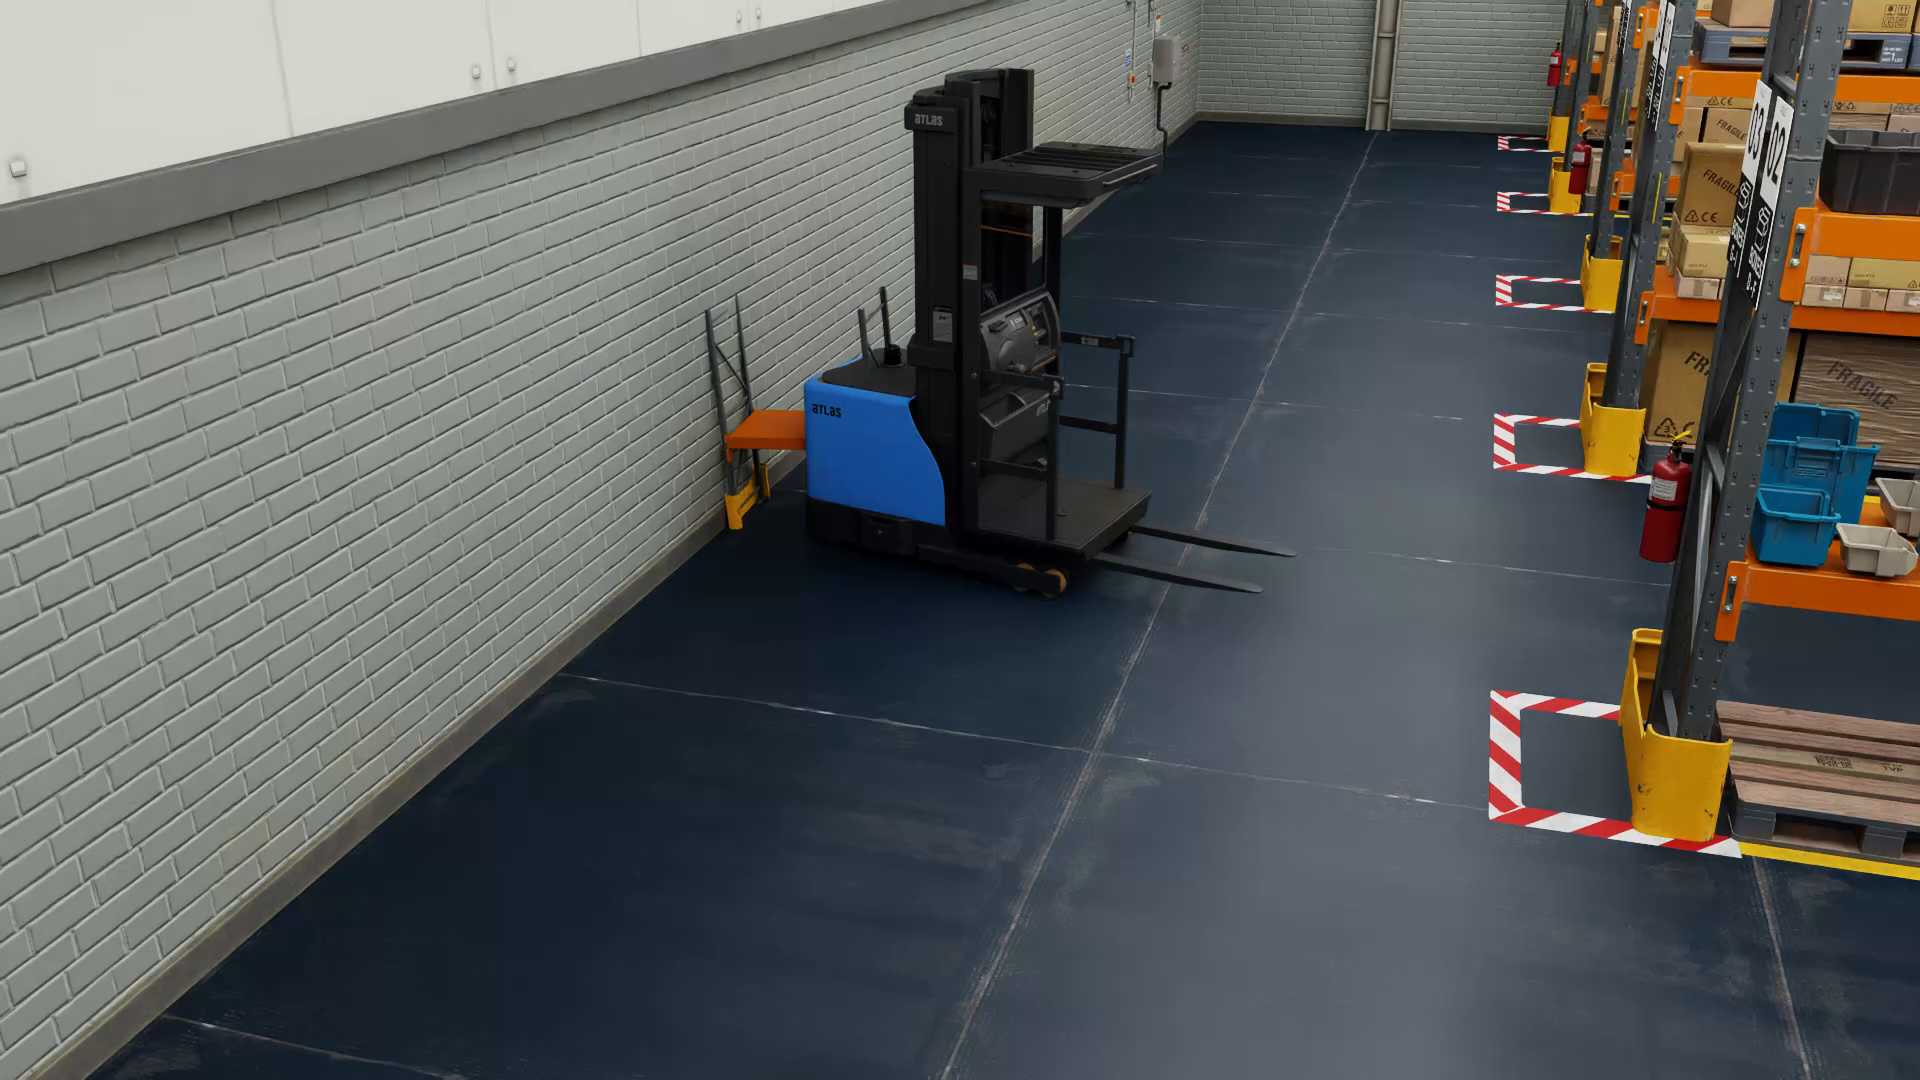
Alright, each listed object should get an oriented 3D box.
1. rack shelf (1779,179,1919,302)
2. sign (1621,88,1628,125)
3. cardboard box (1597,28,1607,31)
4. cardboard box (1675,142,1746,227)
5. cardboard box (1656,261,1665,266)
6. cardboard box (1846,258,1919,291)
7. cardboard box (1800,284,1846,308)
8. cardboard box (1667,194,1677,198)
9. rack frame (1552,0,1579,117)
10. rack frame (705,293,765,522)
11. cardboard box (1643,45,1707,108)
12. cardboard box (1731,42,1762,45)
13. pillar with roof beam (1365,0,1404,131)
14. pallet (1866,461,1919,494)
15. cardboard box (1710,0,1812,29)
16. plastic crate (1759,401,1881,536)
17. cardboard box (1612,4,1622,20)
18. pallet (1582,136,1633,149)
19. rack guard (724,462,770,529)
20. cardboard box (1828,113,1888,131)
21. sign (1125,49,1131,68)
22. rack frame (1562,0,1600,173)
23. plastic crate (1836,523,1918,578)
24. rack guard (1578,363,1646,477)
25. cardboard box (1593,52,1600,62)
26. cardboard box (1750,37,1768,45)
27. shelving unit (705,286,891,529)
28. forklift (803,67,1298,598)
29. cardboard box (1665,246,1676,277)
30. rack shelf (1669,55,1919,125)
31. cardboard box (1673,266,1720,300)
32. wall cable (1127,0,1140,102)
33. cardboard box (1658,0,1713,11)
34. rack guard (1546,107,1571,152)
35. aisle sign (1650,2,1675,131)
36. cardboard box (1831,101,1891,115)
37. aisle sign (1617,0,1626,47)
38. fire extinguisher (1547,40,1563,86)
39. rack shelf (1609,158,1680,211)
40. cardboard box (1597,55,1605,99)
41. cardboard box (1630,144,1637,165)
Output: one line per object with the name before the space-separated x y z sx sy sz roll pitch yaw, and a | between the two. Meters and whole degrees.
rack shelf | 5.325 -1.092 6.476 4.000 0.370 1.077 7 23 16
sign | 6.214 -4.051 15.552 0.005 0.325 0.100 7 23 16
cardboard box | 9.651 -7.575 25.090 0.500 0.250 0.500 7 23 17
cardboard box | 5.383 -2.514 11.763 0.500 0.500 0.500 7 23 16
cardboard box | 6.798 -2.710 16.234 0.250 0.149 0.380 8 23 18
cardboard box | 6.202 -1.863 11.165 0.500 0.250 0.500 6 23 14
cardboard box | 5.827 -1.698 11.287 0.250 0.149 0.380 6 23 15
cardboard box | 9.243 -4.532 20.690 0.875 0.438 0.875 7 23 17
rack frame | 9.133 -7.461 25.006 0.127 3.000 1.000 7 23 16
rack frame | -1.472 -0.861 10.898 0.032 1.500 0.500 2 25 15
cardboard box | 6.723 -4.348 15.576 0.500 0.500 0.500 6 23 15
cardboard box | 7.365 -4.478 15.894 0.500 0.500 0.500 6 23 14
pillar with roof beam | 5.569 -9.295 21.573 0.400 9.000 9.100 7 23 16
pallet | 6.793 -0.572 11.888 1.213 0.211 1.003 7 23 16
cardboard box | 5.354 -3.693 11.052 0.500 0.500 0.700 5 23 12
plastic crate | 3.785 -0.332 7.501 0.499 0.435 0.616 7 23 16
cardboard box | 7.963 -6.326 19.936 0.250 0.149 0.380 7 23 17
pallet | 9.970 -6.075 25.303 1.213 0.211 1.003 7 23 16
rack guard | -1.423 -0.294 11.157 0.087 0.250 0.587 2 25 15
cardboard box | 8.195 -3.720 15.363 0.500 0.500 0.500 6 23 14
sign | 2.226 -6.381 22.017 0.001 0.218 0.327 7 23 16
rack frame | 7.703 -5.657 20.608 0.127 3.000 1.000 7 23 16
plastic crate | 3.834 0.049 6.965 0.298 0.136 0.250 7 23 16
rack guard | 4.818 -0.902 12.311 0.348 0.500 1.175 7 23 16
cardboard box | 9.369 -7.209 24.723 0.250 0.149 0.380 6 23 15
cardboard box | 9.550 -5.848 19.624 0.500 0.500 0.500 7 23 16
shelving unit | -0.990 -0.843 10.769 1.083 1.500 0.587 2 25 15
forklift | 0.546 -1.241 9.933 3.031 2.935 1.130 12 25 27
cardboard box | 5.277 -2.021 12.075 0.250 0.149 0.380 7 23 17
rack shelf | 6.755 -2.892 10.863 4.000 0.370 1.077 7 23 16
cardboard box | 5.085 -1.781 11.491 0.250 0.149 0.380 7 23 16
wall cable | 2.298 -6.751 21.896 0.123 1.953 0.585 7 23 16
cardboard box | 6.726 -5.024 15.310 0.500 0.250 0.500 7 23 17
rack guard | 9.206 -6.296 25.460 0.348 0.500 1.175 7 23 16
aisle sign | 4.685 -3.158 11.091 0.004 0.787 0.394 7 23 16
cardboard box | 8.189 -4.175 15.155 0.500 0.500 0.500 6 23 14
aisle sign | 6.387 -5.167 15.989 0.004 0.787 0.394 7 23 16
fire extinguisher | 8.859 -7.101 24.721 0.183 0.674 0.296 7 23 16
rack shelf | 8.285 -3.295 15.799 4.000 0.370 1.077 7 23 16
cardboard box | 8.242 -5.746 20.695 0.500 0.500 0.500 7 23 16
cardboard box | 6.764 -3.798 16.408 0.250 0.149 0.380 7 23 16
